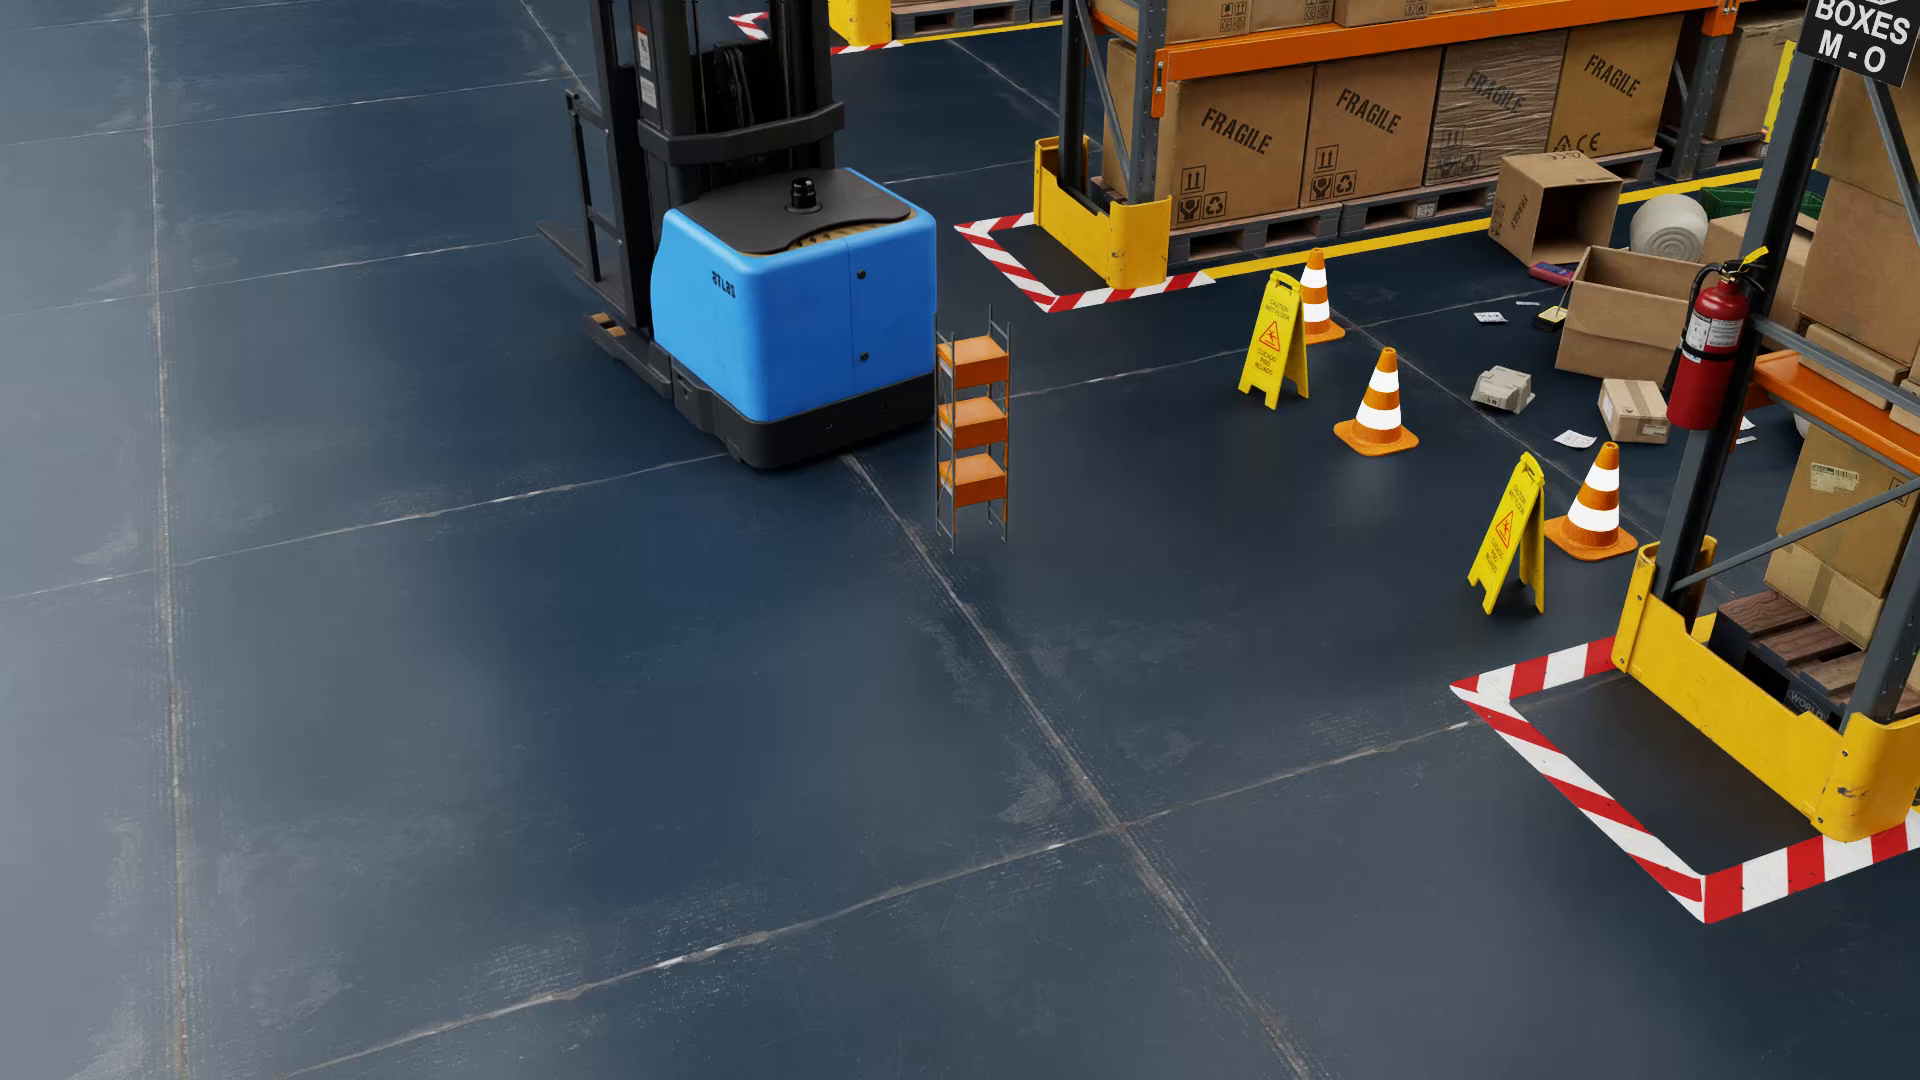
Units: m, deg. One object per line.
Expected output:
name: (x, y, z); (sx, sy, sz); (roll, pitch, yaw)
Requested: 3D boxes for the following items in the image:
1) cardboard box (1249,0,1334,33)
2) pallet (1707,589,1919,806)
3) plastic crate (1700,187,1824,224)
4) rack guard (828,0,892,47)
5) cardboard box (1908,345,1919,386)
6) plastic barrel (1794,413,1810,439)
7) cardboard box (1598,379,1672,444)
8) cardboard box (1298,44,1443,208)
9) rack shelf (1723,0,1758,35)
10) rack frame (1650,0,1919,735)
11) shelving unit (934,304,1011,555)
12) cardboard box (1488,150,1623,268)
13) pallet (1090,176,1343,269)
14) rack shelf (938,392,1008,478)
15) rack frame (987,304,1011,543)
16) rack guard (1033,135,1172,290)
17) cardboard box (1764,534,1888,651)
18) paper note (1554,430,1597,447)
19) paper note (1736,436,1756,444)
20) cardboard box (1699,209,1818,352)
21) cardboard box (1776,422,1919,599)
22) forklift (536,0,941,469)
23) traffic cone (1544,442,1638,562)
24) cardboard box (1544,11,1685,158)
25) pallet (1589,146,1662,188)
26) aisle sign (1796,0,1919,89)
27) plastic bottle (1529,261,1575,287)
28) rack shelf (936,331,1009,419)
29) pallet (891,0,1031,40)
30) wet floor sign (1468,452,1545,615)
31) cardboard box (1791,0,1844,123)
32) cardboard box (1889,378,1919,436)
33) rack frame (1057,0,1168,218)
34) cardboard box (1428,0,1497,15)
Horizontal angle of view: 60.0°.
cardboard box: (1.663, -3.288, 9.416); (0.550, 0.550, 0.875); (-13, 35, -19)
pallet: (3.682, 0.470, 6.335); (1.213, 0.211, 1.003); (-13, 35, -19)
plastic crate: (4.875, -1.992, 10.086); (0.662, 0.188, 0.450); (4, 23, 6)
rack guard: (-0.917, -4.481, 13.678); (0.348, 0.500, 1.175); (-13, 35, -19)
cardboard box: (3.394, -0.656, 5.144); (0.500, 0.500, 0.500); (-13, 35, -20)
plastic barrel: (4.168, -0.647, 7.856); (0.421, 0.421, 0.512); (10, 34, 14)
cardboard box: (3.275, -0.627, 8.077); (0.250, 0.149, 0.380); (4, 33, 6)
cardboard box: (2.250, -2.646, 10.129); (0.875, 0.875, 0.875); (-13, 35, -20)
rack shelf: (6.372, -3.962, 11.249); (4.000, 0.370, 1.077); (-13, 35, -19)
rack frame: (2.850, -0.529, 5.313); (0.127, 3.000, 1.000); (-13, 35, -19)
shelving unit: (0.049, -0.451, 6.981); (0.252, 1.050, 0.215); (-13, 35, -19)
cardboard box: (3.494, -1.951, 9.788); (0.500, 0.500, 0.500); (-7, 34, -11)
pallet: (1.547, -2.036, 10.186); (1.213, 0.211, 1.003); (-13, 35, -19)
rack shelf: (0.049, -0.442, 6.987); (0.240, 0.259, 0.215); (-13, 35, -19)
rack frame: (0.162, -0.477, 7.021); (0.008, 1.050, 0.200); (-13, 35, -19)
rack guard: (0.818, -1.944, 9.780); (0.348, 0.500, 1.175); (-13, 35, -19)
cardboard box: (3.513, 0.136, 6.427); (0.500, 0.250, 0.500); (-13, 35, -19)
paper note: (2.951, -0.485, 7.968); (0.142, 0.019, 0.148); (-27, 42, -35)
paper note: (3.767, -0.480, 7.979); (0.123, 0.001, 0.032); (-13, 35, -19)
cardboard box: (4.348, -1.385, 8.793); (0.503, 0.637, 0.797); (-13, 35, -19)
cardboard box: (3.487, -0.167, 6.206); (0.500, 0.500, 0.500); (-13, 35, -19)
forklift: (-1.339, -2.313, 8.117); (1.130, 2.935, 3.031); (-21, 38, -28)
traffic cone: (2.747, -0.206, 7.142); (0.334, 0.463, 0.336); (-13, 35, -19)
cardboard box: (3.921, -3.030, 10.719); (0.875, 0.875, 0.875); (-12, 35, -18)
pallet: (3.797, -2.552, 10.978); (1.213, 0.211, 1.003); (-13, 35, -19)
aisle sign: (2.680, -1.752, 4.808); (0.004, 0.787, 0.394); (-13, 35, -19)
plastic bottle: (3.419, -1.514, 9.521); (0.133, 0.061, 0.283); (-27, 42, -35)
rack shelf: (0.049, -0.680, 6.832); (0.240, 0.259, 0.215); (-13, 35, -19)
pallet: (-0.154, -4.514, 13.993); (1.213, 0.211, 1.003); (-13, 35, -19)
wet floor sign: (2.260, -0.040, 6.721); (0.232, 0.644, 0.267); (-2, 33, -2)
cardboard box: (5.957, -3.453, 11.484); (0.750, 0.750, 1.050); (-13, 35, -19)
cardboard box: (3.243, -0.392, 5.332); (0.250, 0.149, 0.380); (-13, 35, -19)
rack frame: (0.840, -2.997, 9.106); (0.127, 3.000, 1.000); (-13, 35, -19)
cardboard box: (2.701, -3.476, 9.704); (0.500, 0.550, 0.875); (-13, 35, -19)
